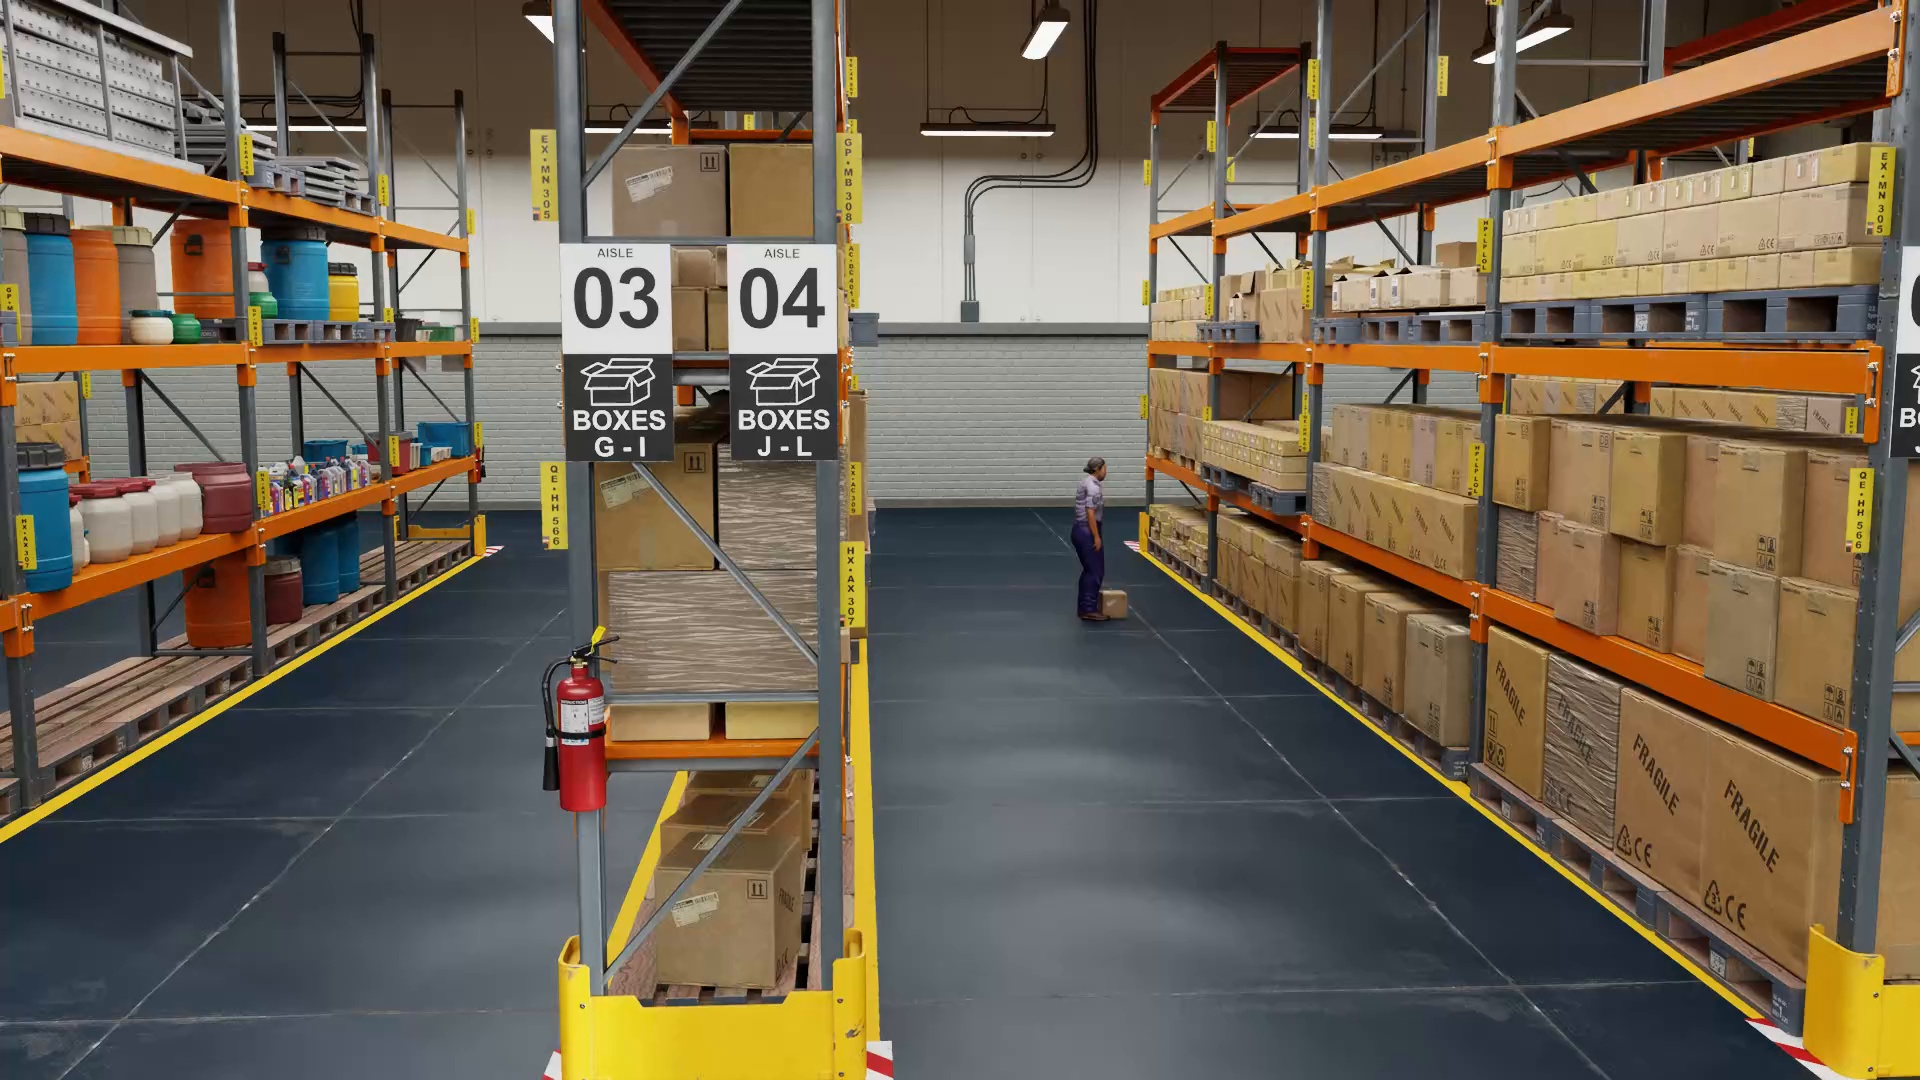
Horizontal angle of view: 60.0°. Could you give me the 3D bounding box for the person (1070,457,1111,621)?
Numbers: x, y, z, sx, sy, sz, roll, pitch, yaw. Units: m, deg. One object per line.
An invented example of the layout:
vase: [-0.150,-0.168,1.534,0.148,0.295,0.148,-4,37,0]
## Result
person: [1.334,-0.027,17.010,0.374,1.650,0.553,-1,7,-7]
